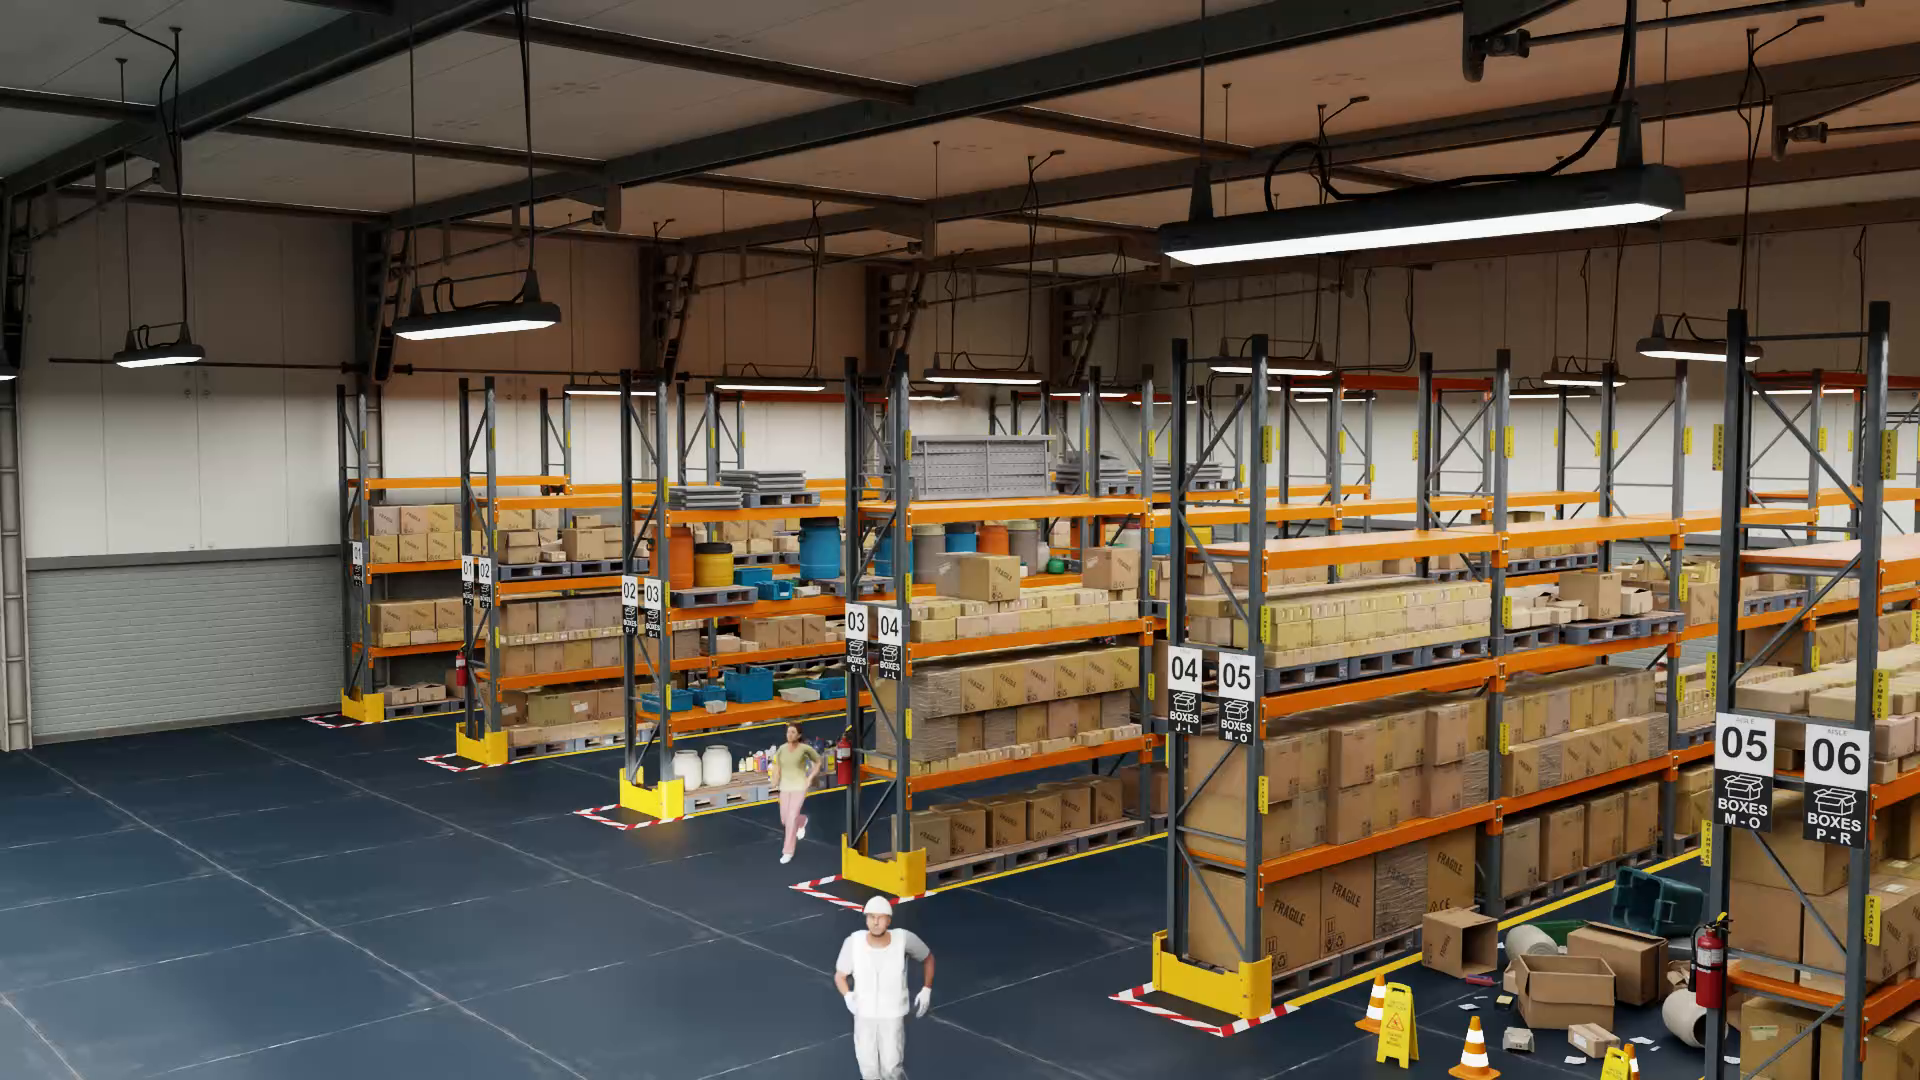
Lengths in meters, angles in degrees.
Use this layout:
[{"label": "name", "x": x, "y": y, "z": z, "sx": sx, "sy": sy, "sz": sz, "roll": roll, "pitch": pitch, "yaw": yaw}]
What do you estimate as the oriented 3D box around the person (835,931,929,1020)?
[{"label": "person", "x": -0.573, "y": 3.614, "z": 12.273, "sx": 0.674, "sy": 1.483, "sz": 0.420, "roll": 0, "pitch": 4, "yaw": 6}]
